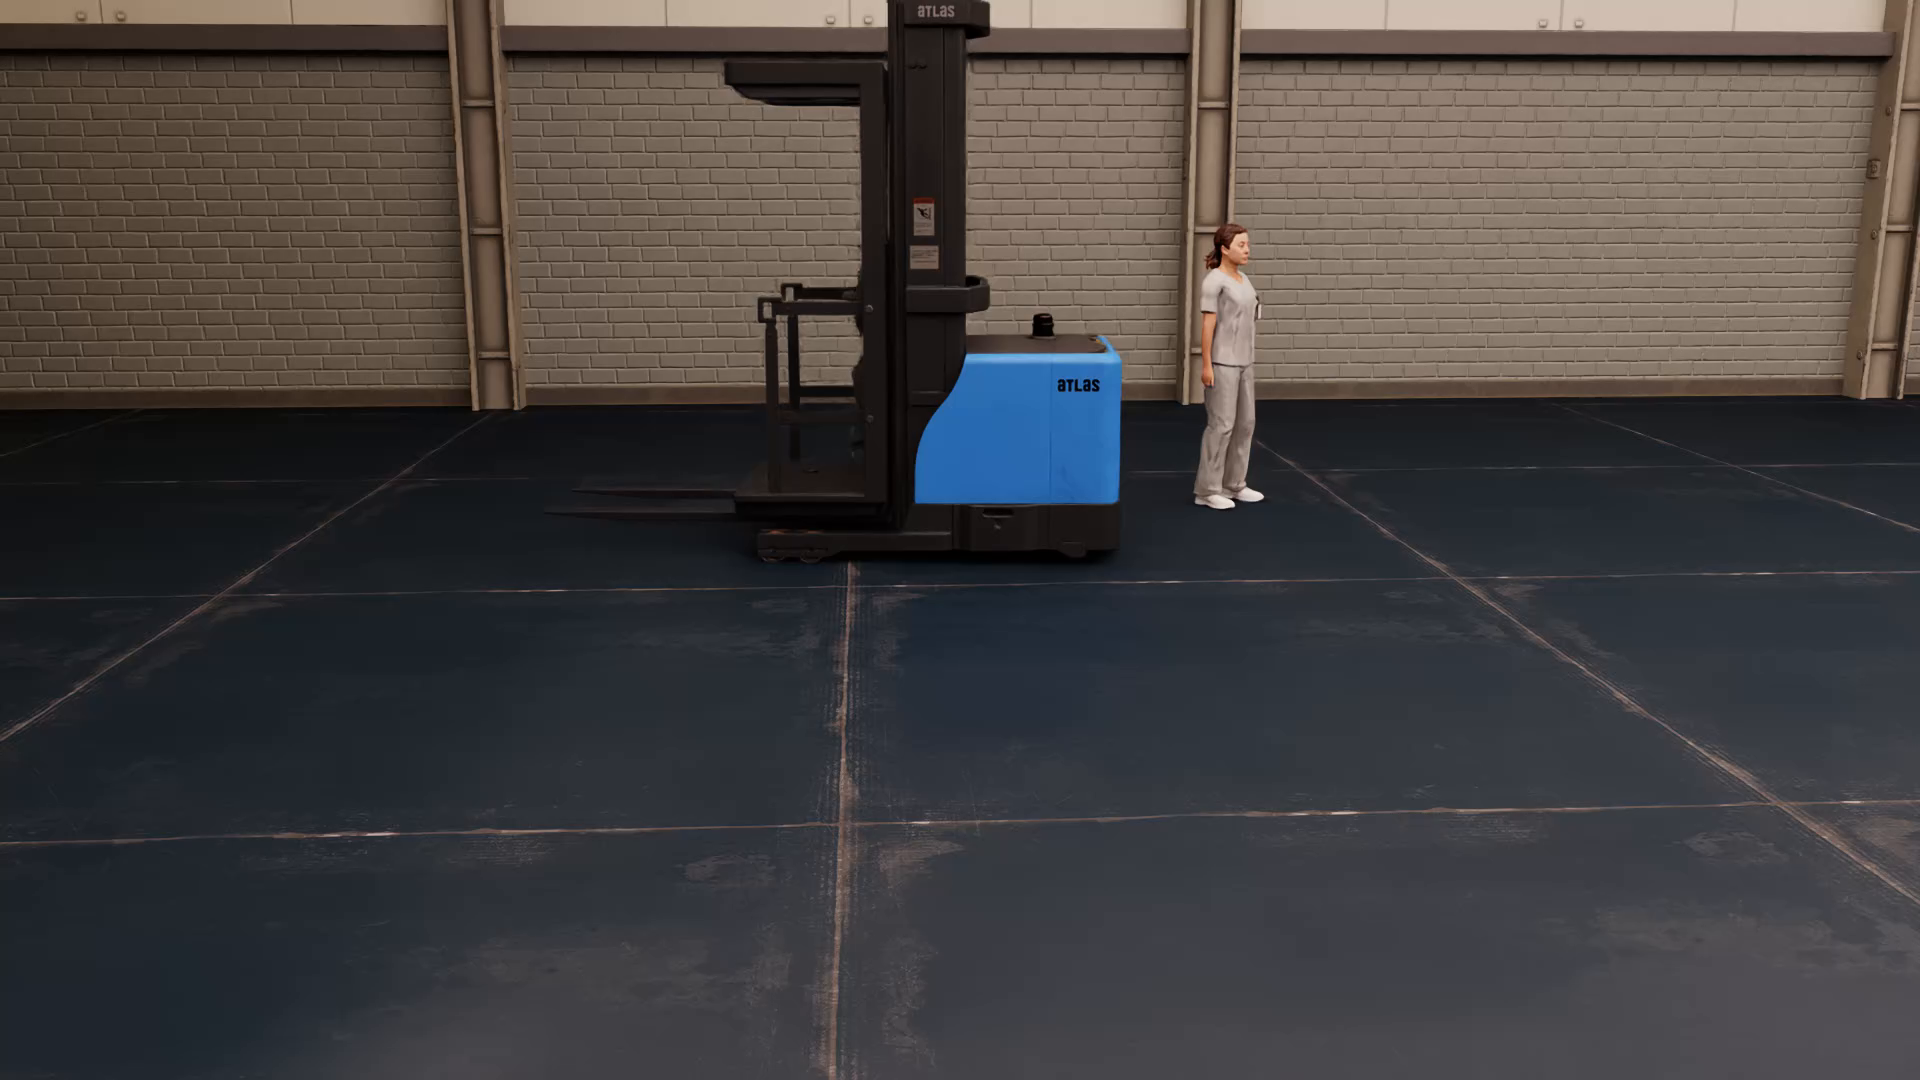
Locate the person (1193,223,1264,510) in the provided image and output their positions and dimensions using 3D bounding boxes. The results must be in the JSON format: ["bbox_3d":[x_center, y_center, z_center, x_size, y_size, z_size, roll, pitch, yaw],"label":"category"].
[{"bbox_3d":[1.608,-1.038,9.918,0.366,1.668,0.494,10,16,38],"label":"person"}]

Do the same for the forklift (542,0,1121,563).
[{"bbox_3d":[-0.678,-1.427,8.767,3.031,2.935,1.130,0,13,1],"label":"forklift"}]
